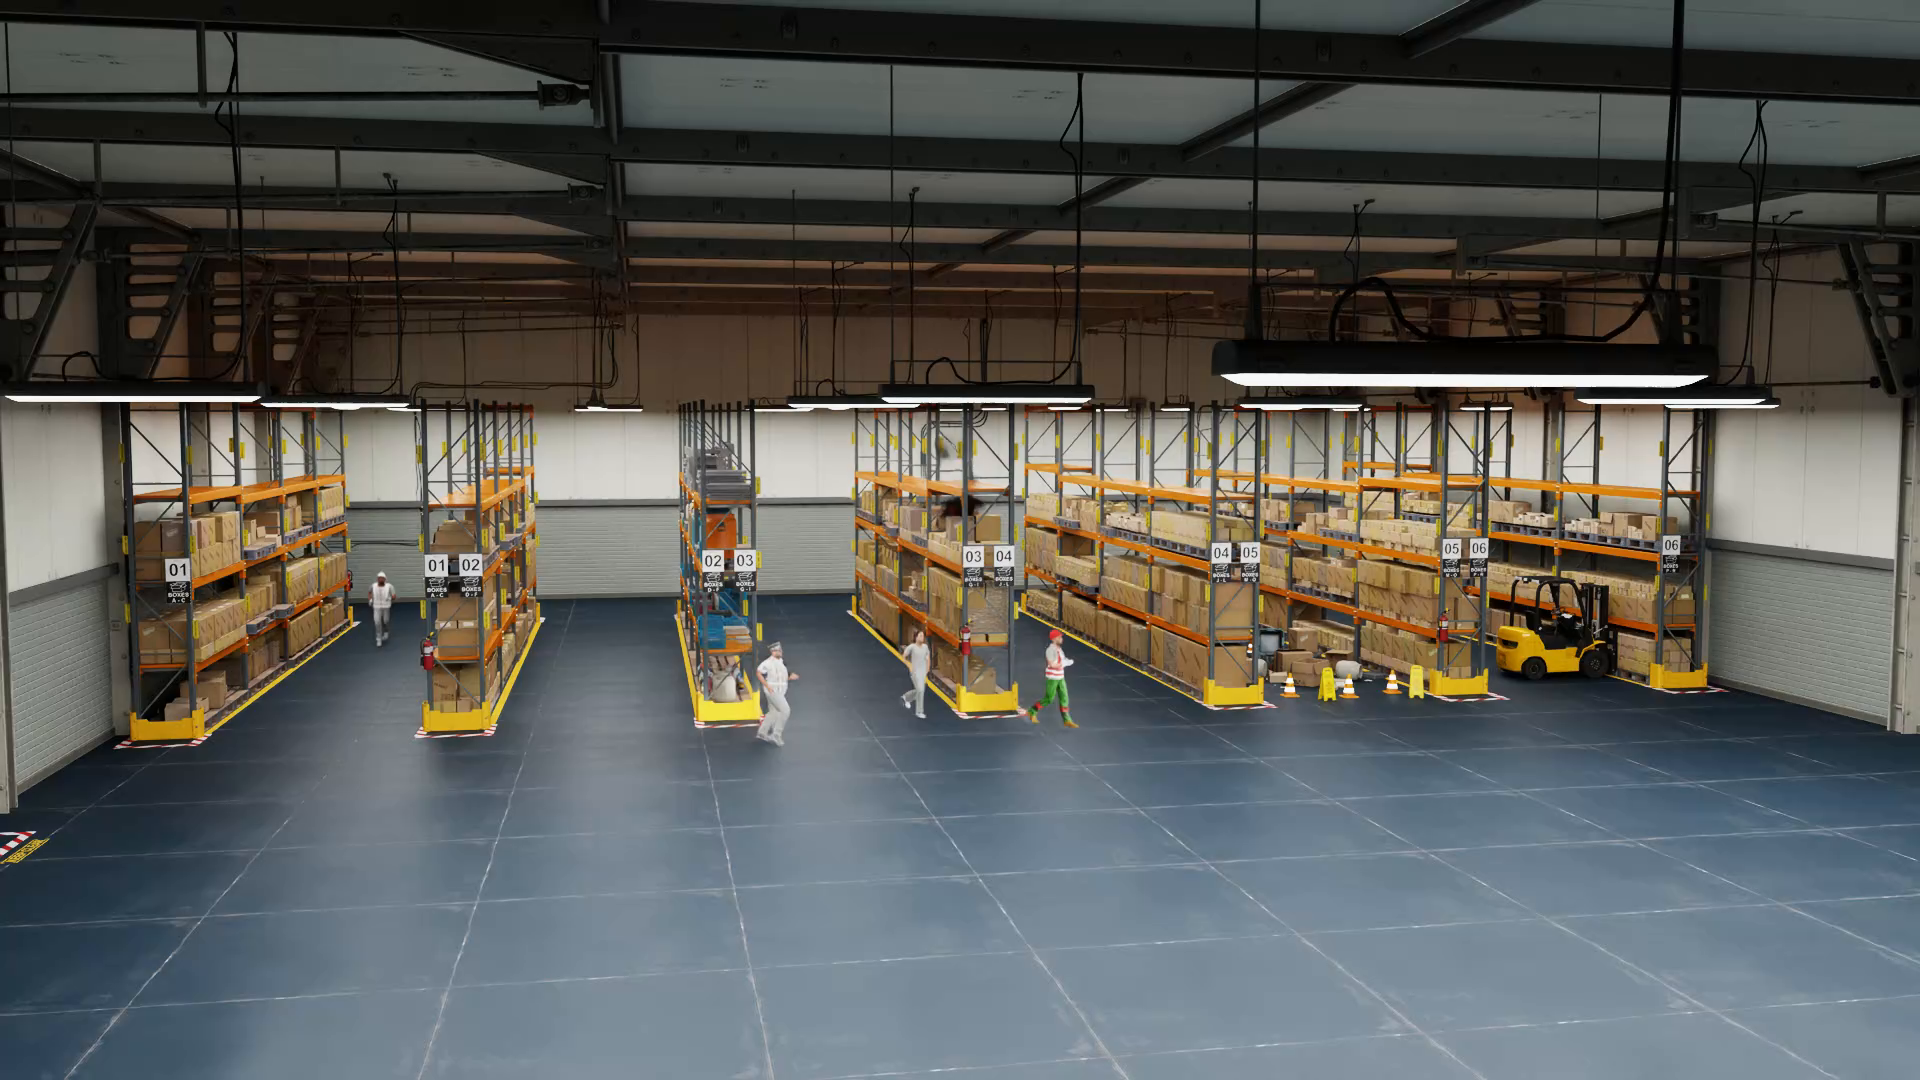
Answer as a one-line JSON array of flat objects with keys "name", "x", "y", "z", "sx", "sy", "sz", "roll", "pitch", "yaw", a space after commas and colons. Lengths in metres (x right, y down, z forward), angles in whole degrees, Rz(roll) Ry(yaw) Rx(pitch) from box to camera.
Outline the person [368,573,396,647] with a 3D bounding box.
[{"name": "person", "x": -14.367, "y": 1.701, "z": 41.336, "sx": 0.681, "sy": 1.794, "sz": 0.990, "roll": -1, "pitch": 4, "yaw": -15}]

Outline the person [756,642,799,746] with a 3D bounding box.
[{"name": "person", "x": -3.182, "y": 2.677, "z": 28.891, "sx": 0.753, "sy": 1.836, "sz": 0.636, "roll": 1, "pitch": 4, "yaw": 9}]

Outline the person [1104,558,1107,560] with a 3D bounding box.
[{"name": "person", "x": 4.269, "y": 1.237, "z": 48.288, "sx": 0.566, "sy": 1.648, "sz": 0.919, "roll": -4, "pitch": 6, "yaw": -40}]

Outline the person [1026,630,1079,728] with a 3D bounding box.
[{"name": "person", "x": 1.694, "y": 2.513, "z": 30.250, "sx": 0.999, "sy": 1.772, "sz": 0.656, "roll": 2, "pitch": 5, "yaw": 23}]

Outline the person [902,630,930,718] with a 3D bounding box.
[{"name": "person", "x": -0.840, "y": 2.540, "z": 31.712, "sx": 0.596, "sy": 1.677, "sz": 0.792, "roll": -3, "pitch": 5, "yaw": -38}]
